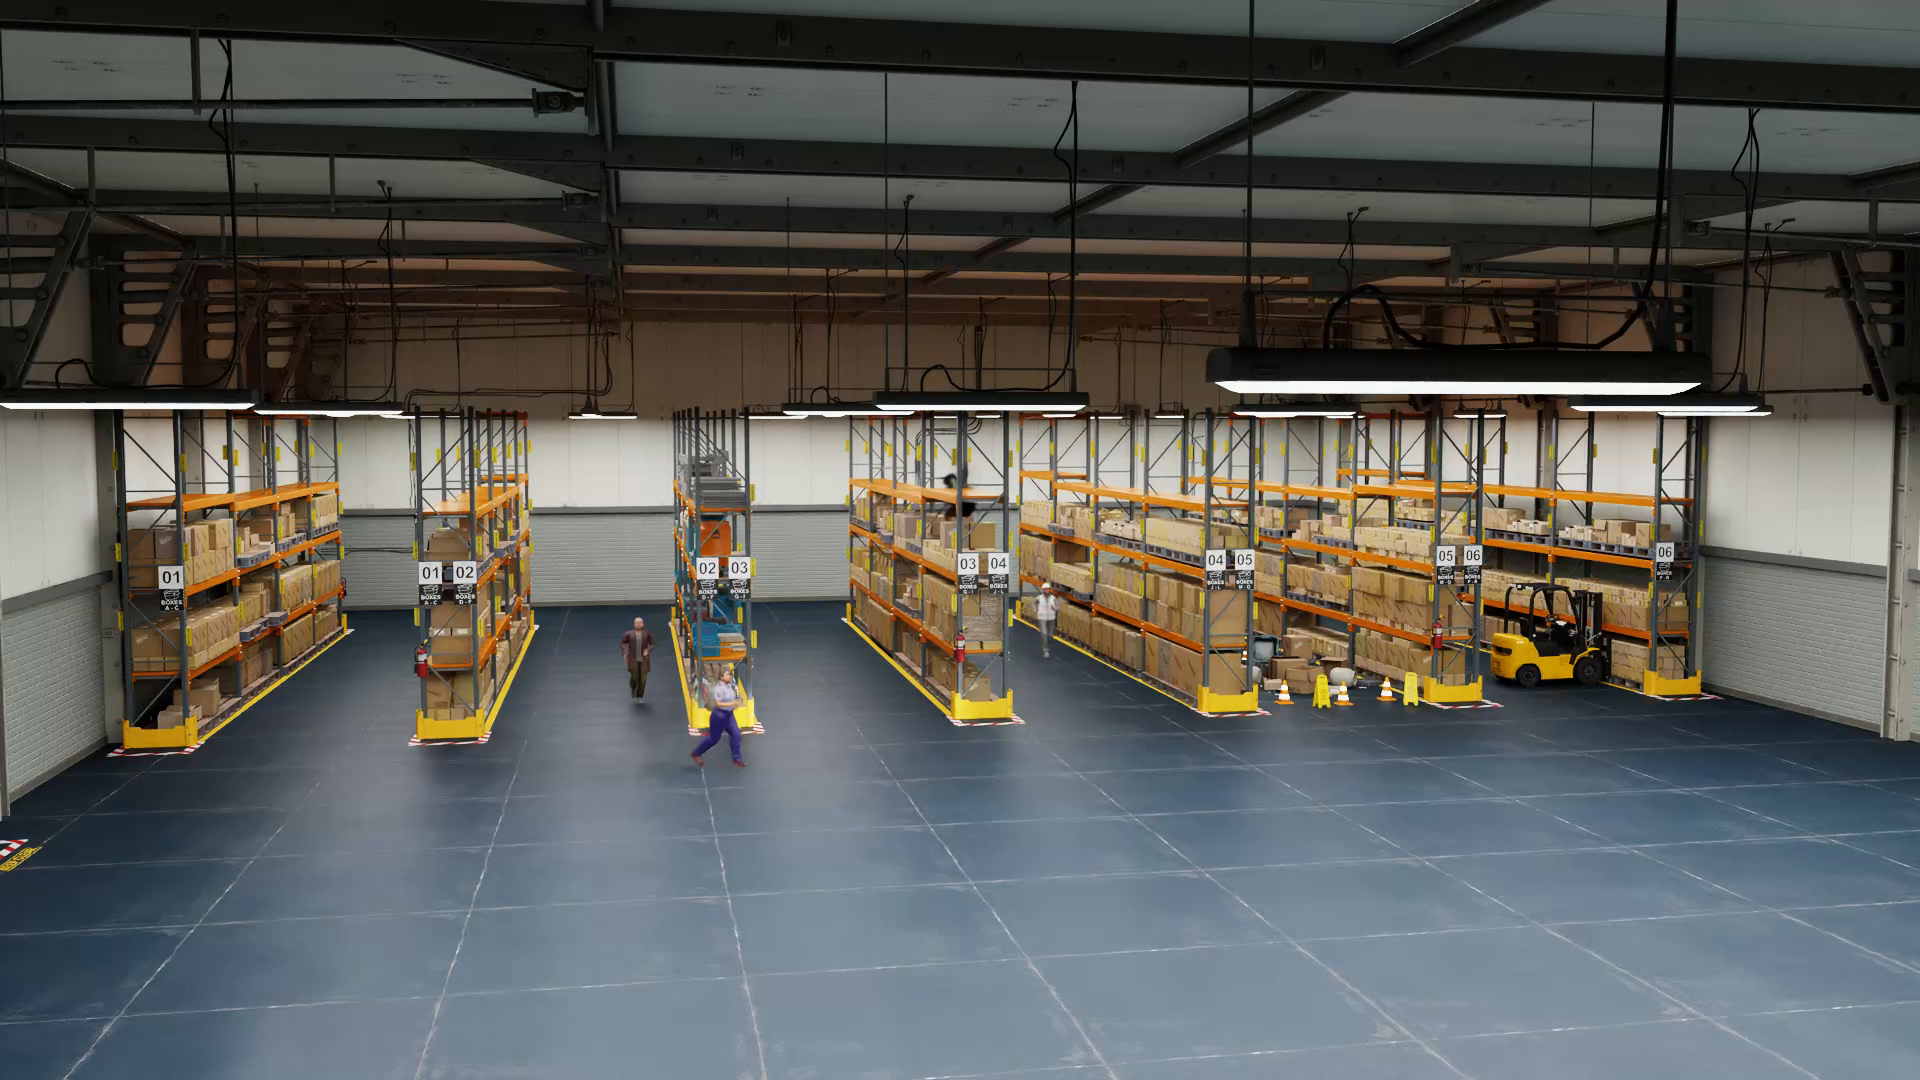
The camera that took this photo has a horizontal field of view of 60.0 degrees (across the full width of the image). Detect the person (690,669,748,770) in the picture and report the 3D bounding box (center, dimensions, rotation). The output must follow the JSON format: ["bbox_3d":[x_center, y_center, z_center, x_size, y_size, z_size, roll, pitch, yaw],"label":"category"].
[{"bbox_3d":[-3.965,2.957,27.453,0.922,1.685,0.613,1,4,18],"label":"person"}]

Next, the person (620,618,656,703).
[{"bbox_3d":[-6.535,2.453,33.813,0.702,1.738,0.627,-1,4,-17],"label":"person"}]

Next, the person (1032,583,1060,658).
[{"bbox_3d":[2.108,1.932,40.544,0.655,1.763,0.963,-1,4,-10],"label":"person"}]

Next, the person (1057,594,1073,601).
[{"bbox_3d":[3.034,1.307,49.991,0.772,1.713,0.863,-4,6,-43],"label":"person"}]
